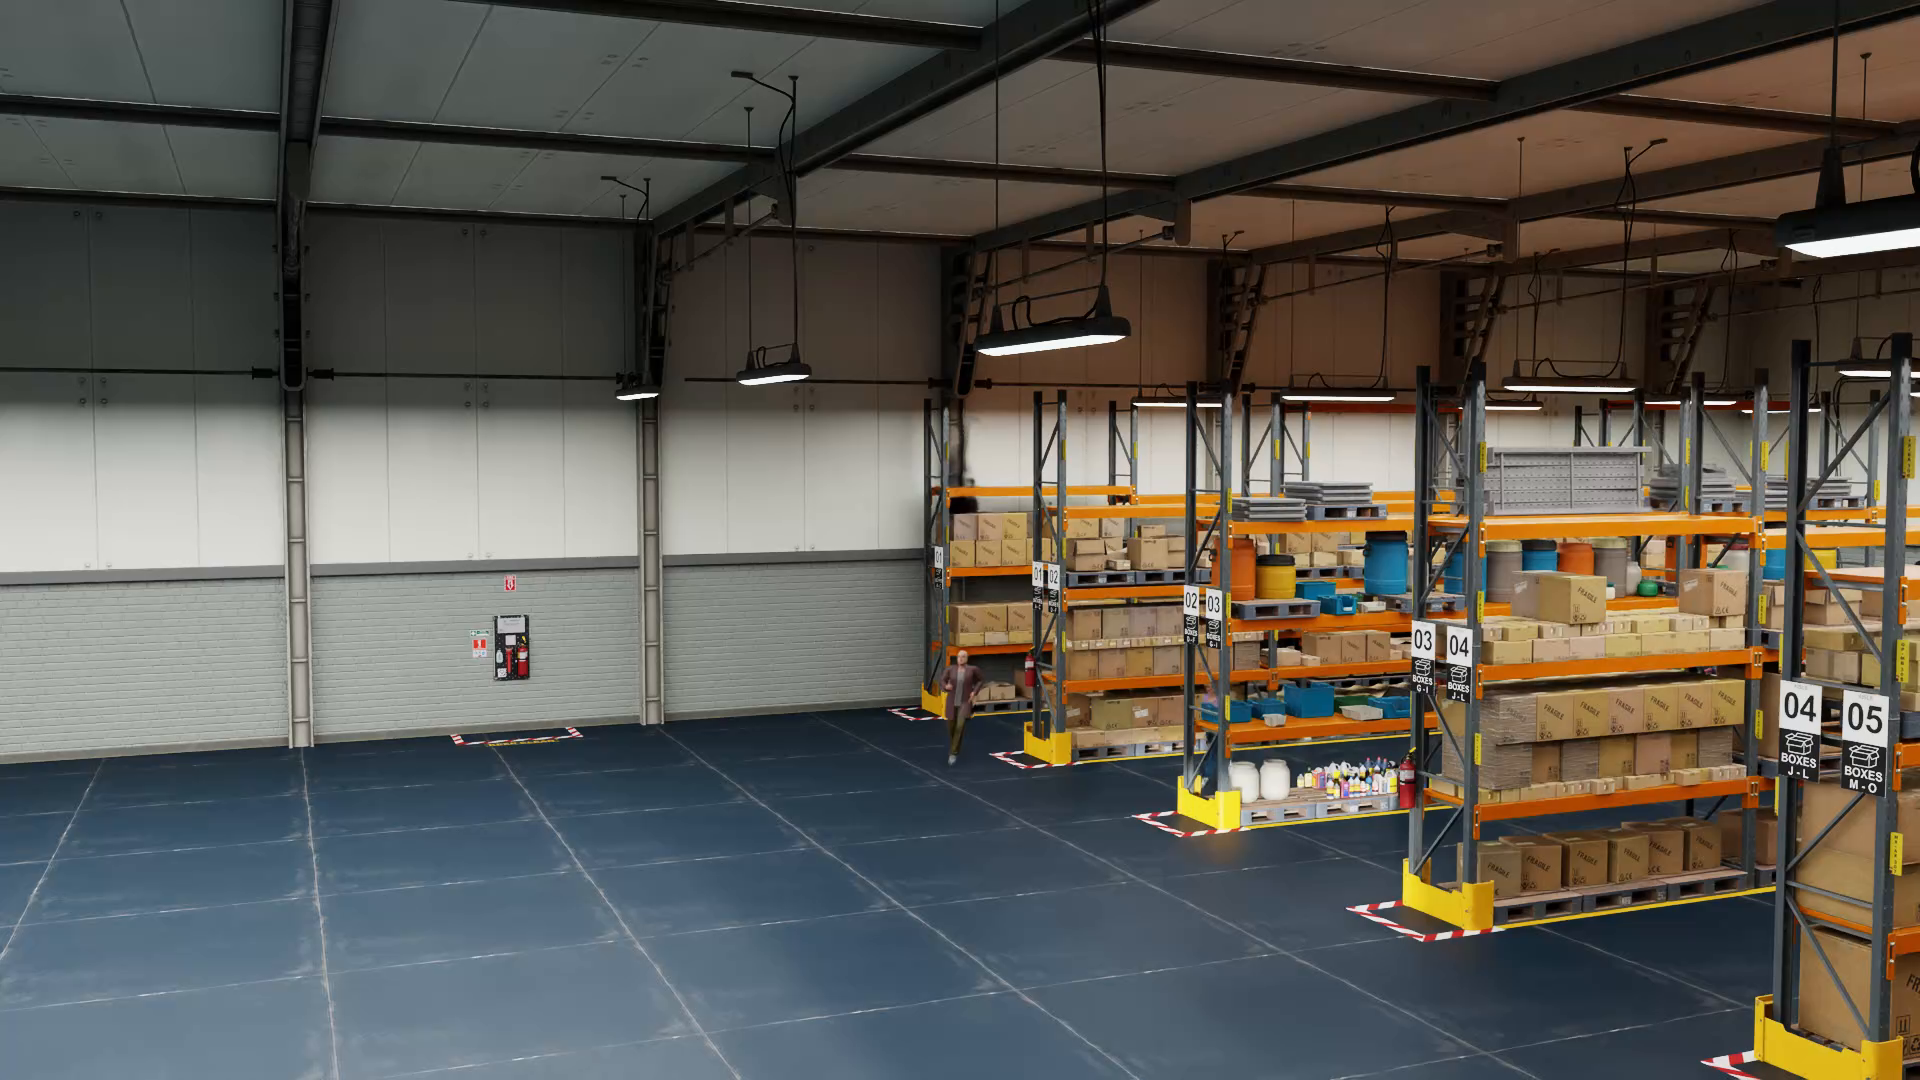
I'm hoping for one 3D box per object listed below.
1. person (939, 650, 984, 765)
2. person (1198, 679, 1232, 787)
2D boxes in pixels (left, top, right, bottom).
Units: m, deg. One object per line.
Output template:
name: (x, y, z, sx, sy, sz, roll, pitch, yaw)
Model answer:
person: (0.010, 2.684, 27.012, 0.716, 1.809, 0.967, 1, 3, 12)
person: (3.876, 2.886, 25.160, 0.563, 1.602, 0.928, 3, 4, 39)
